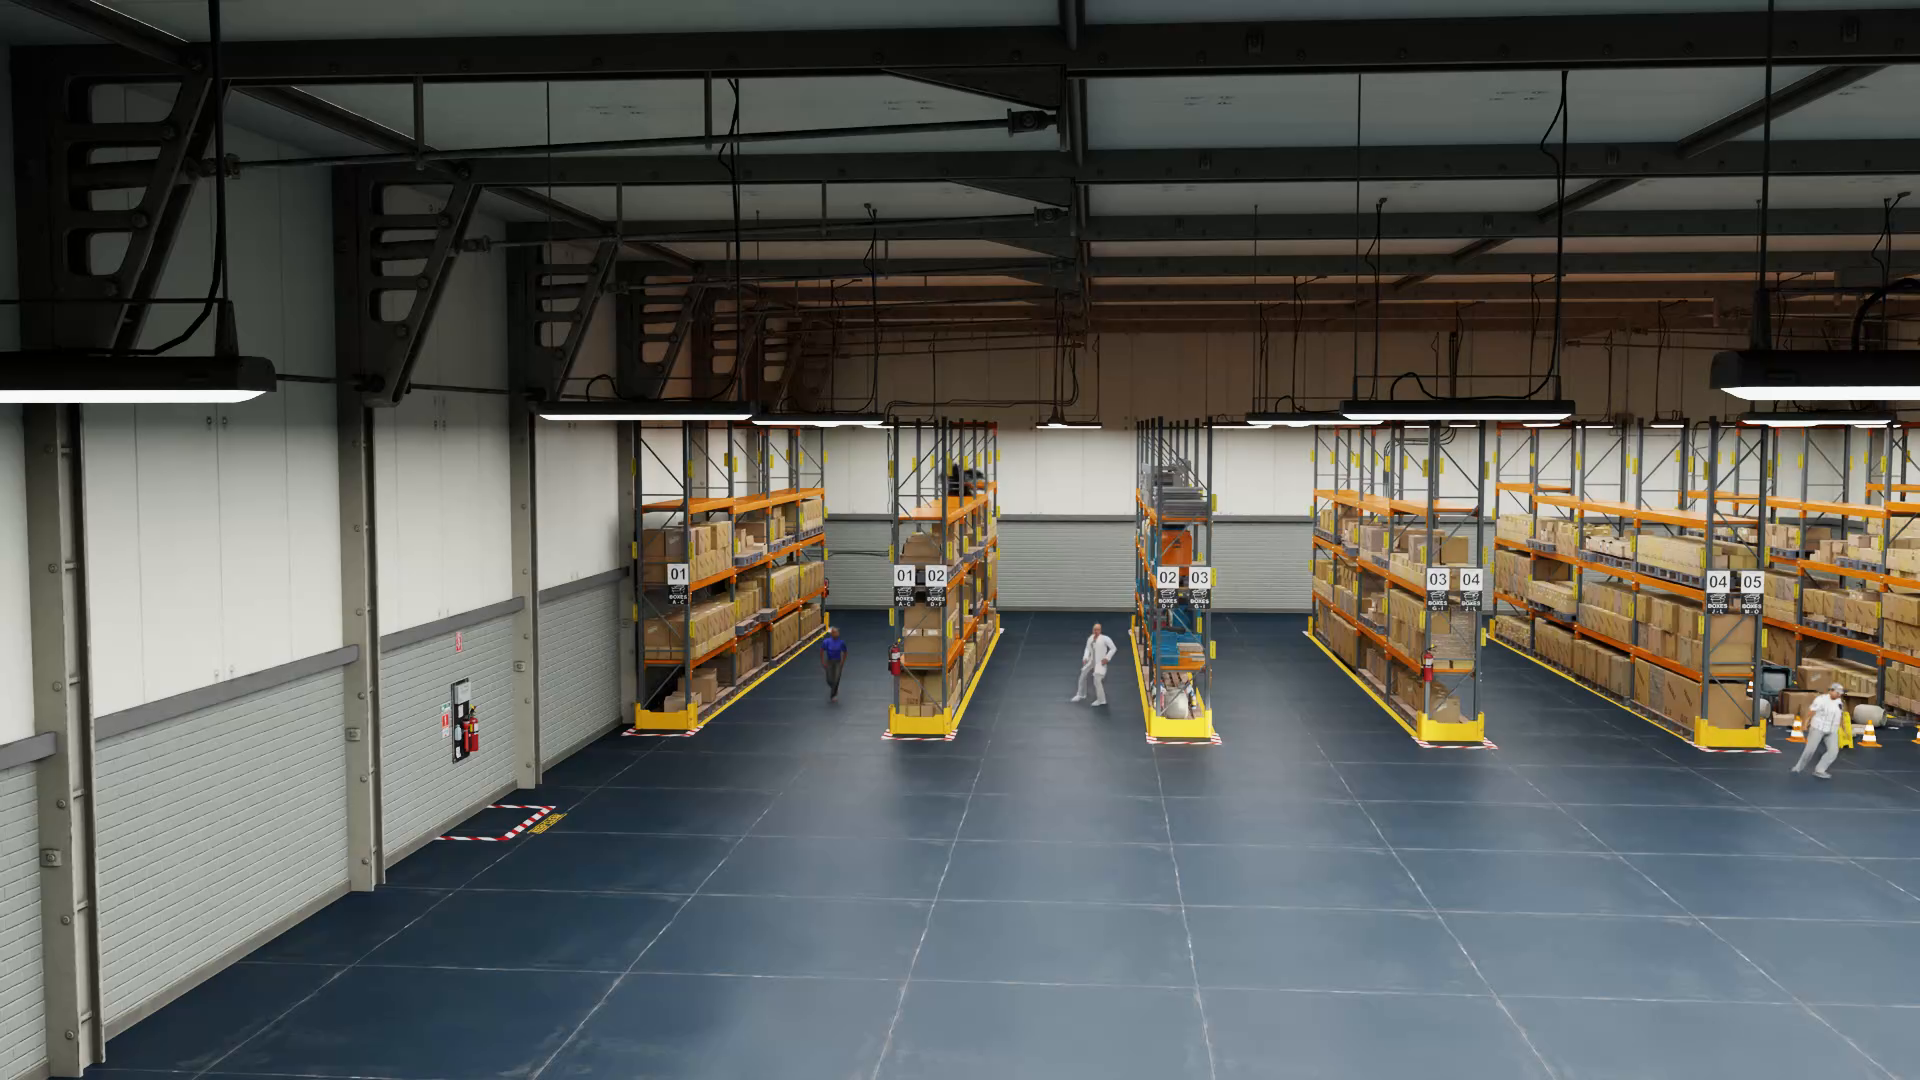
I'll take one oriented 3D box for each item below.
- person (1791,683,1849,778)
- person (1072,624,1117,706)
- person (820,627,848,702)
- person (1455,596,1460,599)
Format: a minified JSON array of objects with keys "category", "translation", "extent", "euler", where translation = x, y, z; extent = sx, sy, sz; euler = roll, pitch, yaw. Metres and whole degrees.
[{"category":"person","translation":[14.245,3.132,27.500],"extent":[0.750,1.590,0.675],"euler":[0,4,-7]},{"category":"person","translation":[2.795,2.602,34.920],"extent":[1.006,1.710,0.455],"euler":[4,5,45]},{"category":"person","translation":[-2.674,2.670,35.293],"extent":[0.581,1.512,0.500],"euler":[0,4,-5]},{"category":"person","translation":[13.559,1.885,46.097],"extent":[0.724,1.771,0.708],"euler":[1,4,16]}]
